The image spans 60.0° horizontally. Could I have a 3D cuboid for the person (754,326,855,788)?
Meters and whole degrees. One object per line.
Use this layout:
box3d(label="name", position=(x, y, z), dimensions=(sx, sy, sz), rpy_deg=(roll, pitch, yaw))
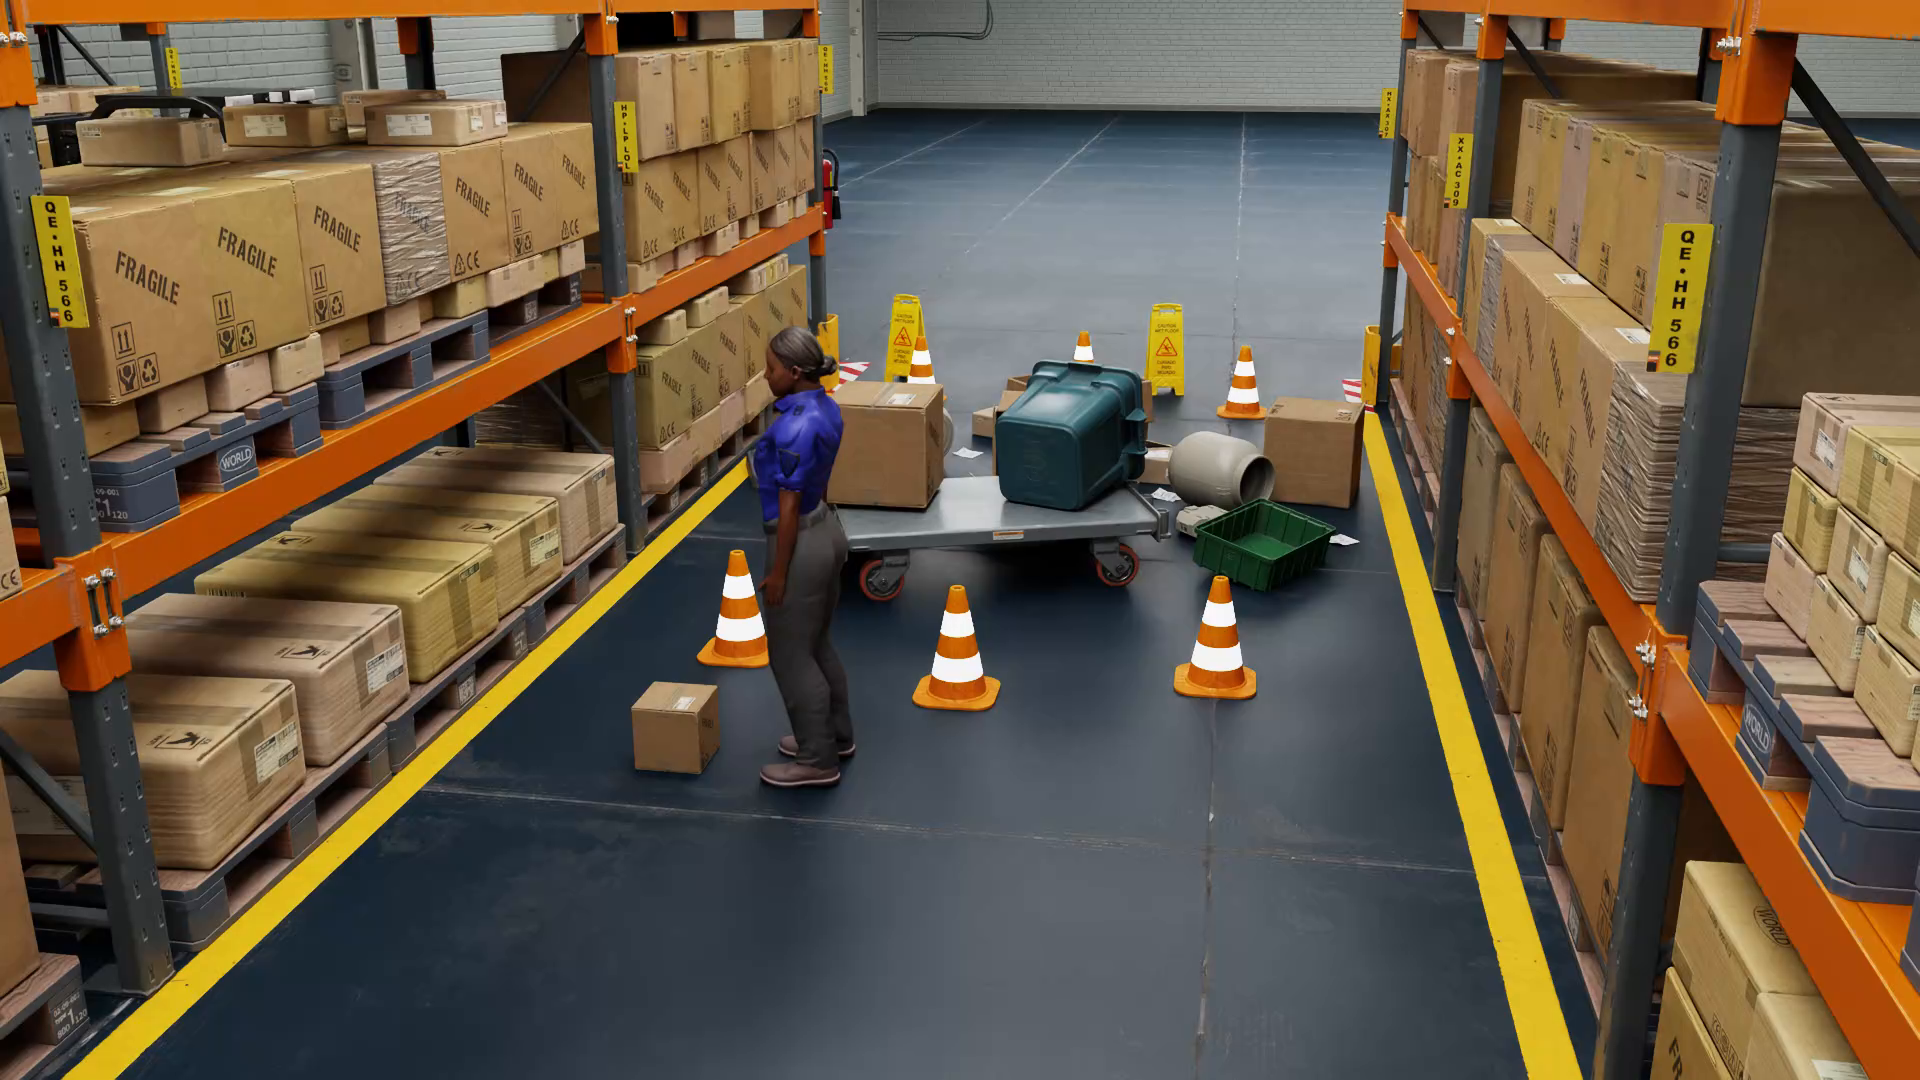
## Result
box3d(label="person", position=(-0.564, 0.063, 5.879), dimensions=(0.299, 1.656, 0.438), rpy_deg=(3, 18, 10))
